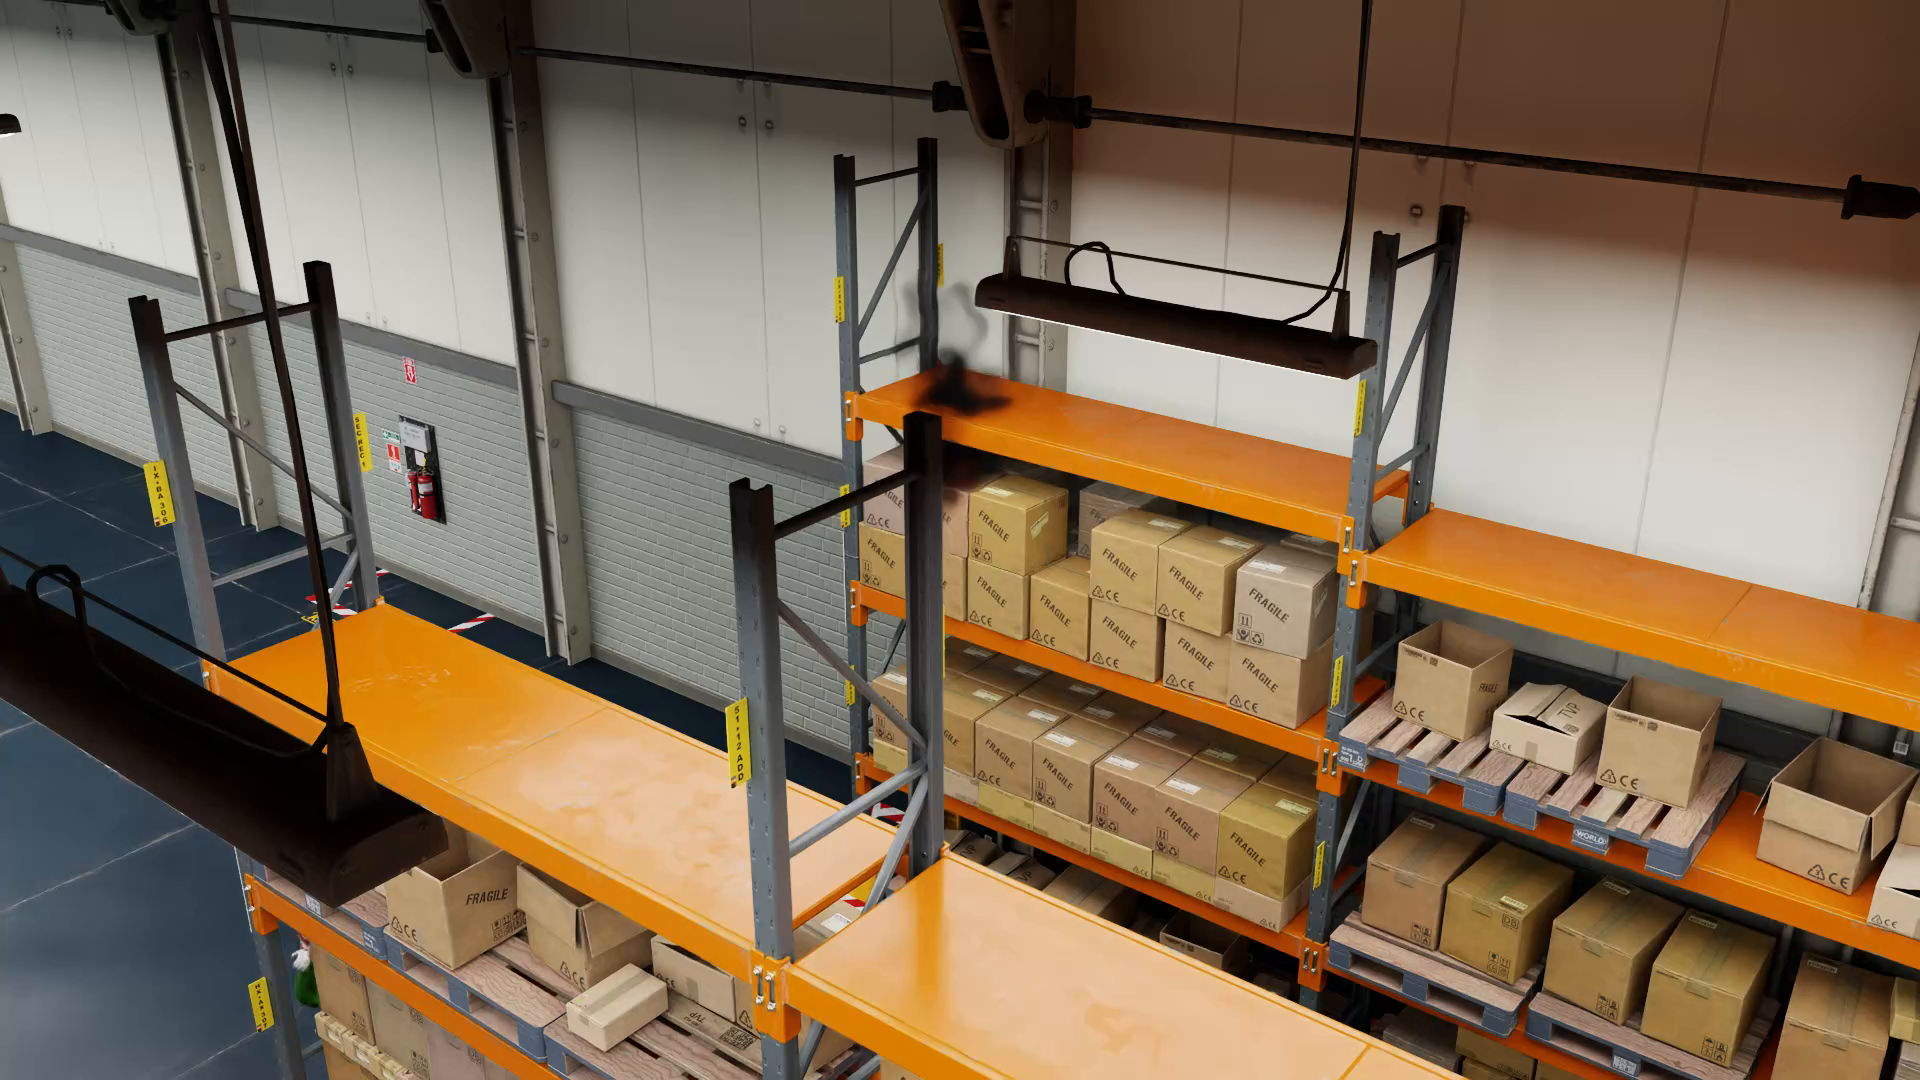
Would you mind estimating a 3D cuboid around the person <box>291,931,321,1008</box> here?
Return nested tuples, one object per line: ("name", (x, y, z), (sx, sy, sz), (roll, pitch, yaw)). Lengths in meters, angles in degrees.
("person", (-4.258, 2.721, 11.184), (0.536, 1.750, 0.706), (-1, 23, -3))
